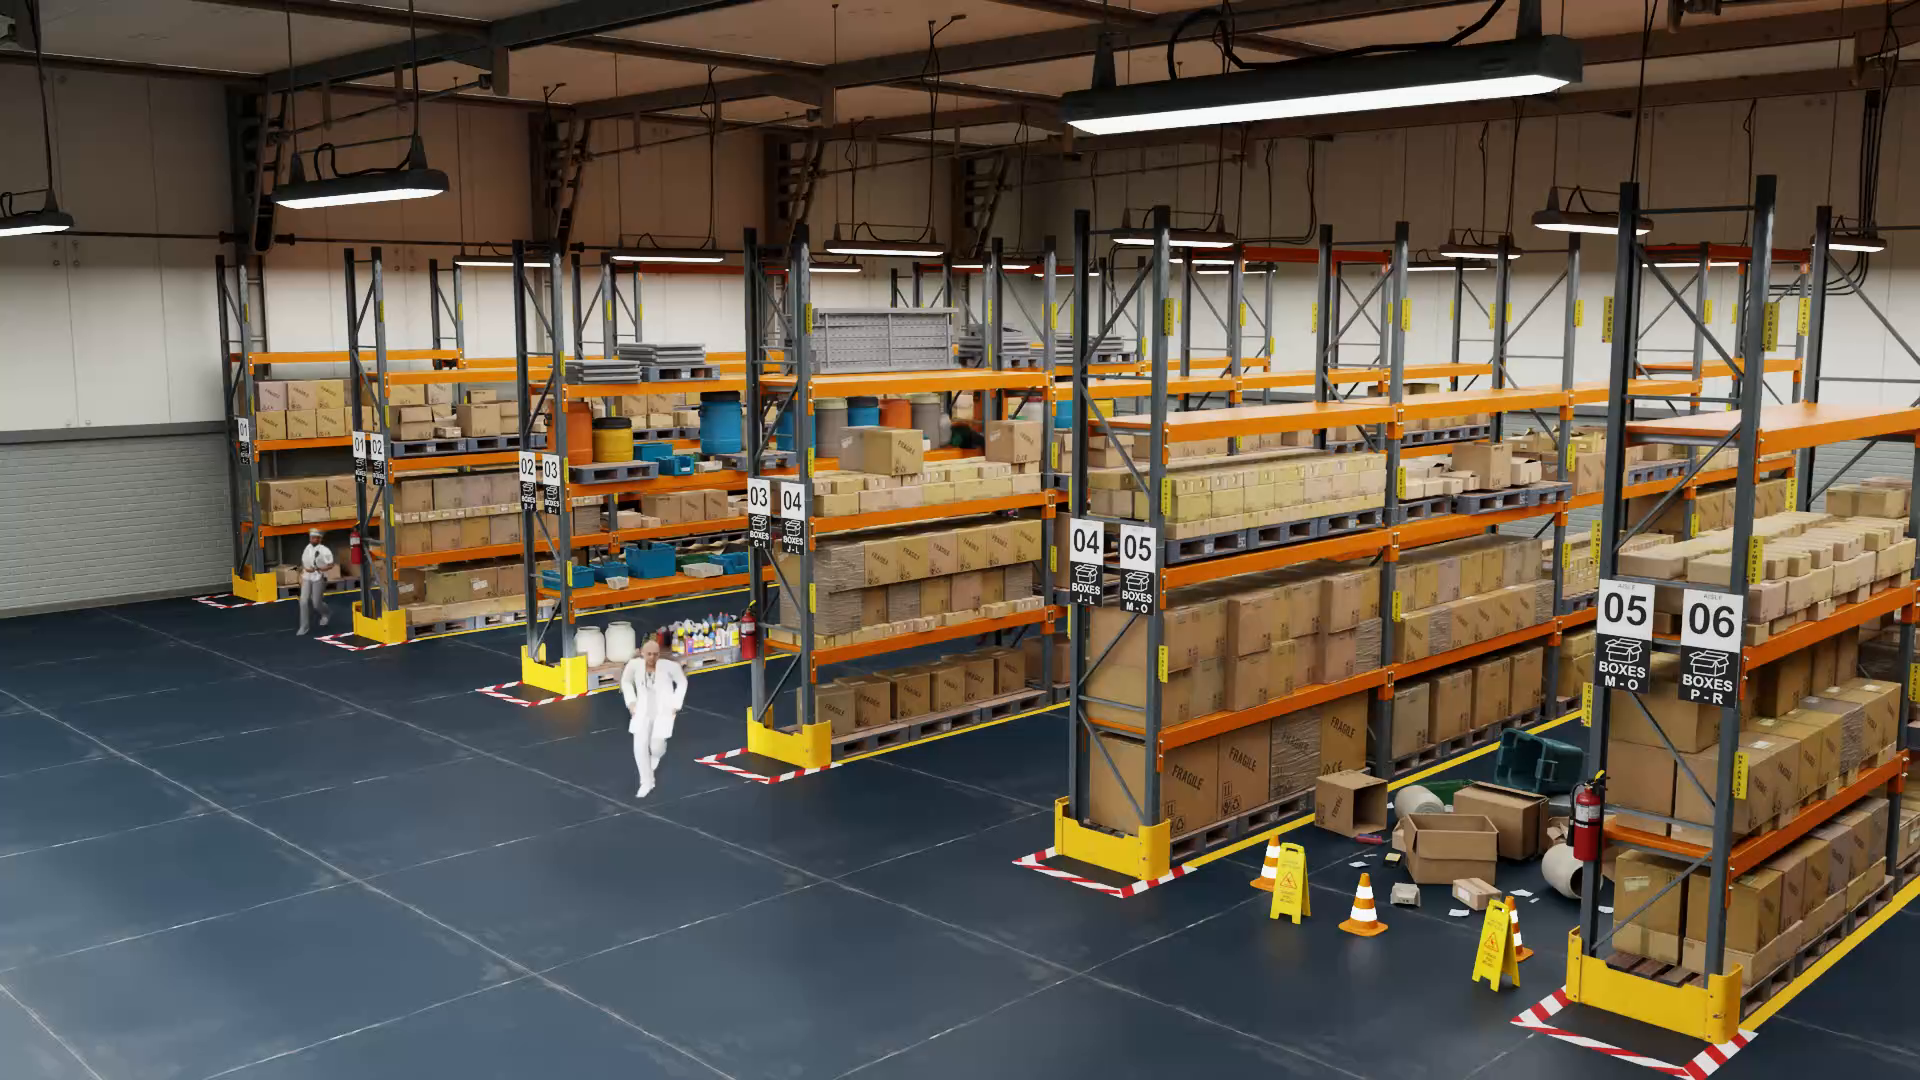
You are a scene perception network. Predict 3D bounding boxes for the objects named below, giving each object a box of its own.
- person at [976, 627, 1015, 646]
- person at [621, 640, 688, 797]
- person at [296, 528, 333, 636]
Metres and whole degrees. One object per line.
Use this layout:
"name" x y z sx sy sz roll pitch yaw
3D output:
"person" 0.523 0.641 24.227 0.580 1.737 0.732 5 9 31
"person" -3.244 1.842 17.807 0.710 1.698 0.913 0 8 -1
"person" -10.161 0.637 26.329 0.611 1.698 0.832 2 8 15
